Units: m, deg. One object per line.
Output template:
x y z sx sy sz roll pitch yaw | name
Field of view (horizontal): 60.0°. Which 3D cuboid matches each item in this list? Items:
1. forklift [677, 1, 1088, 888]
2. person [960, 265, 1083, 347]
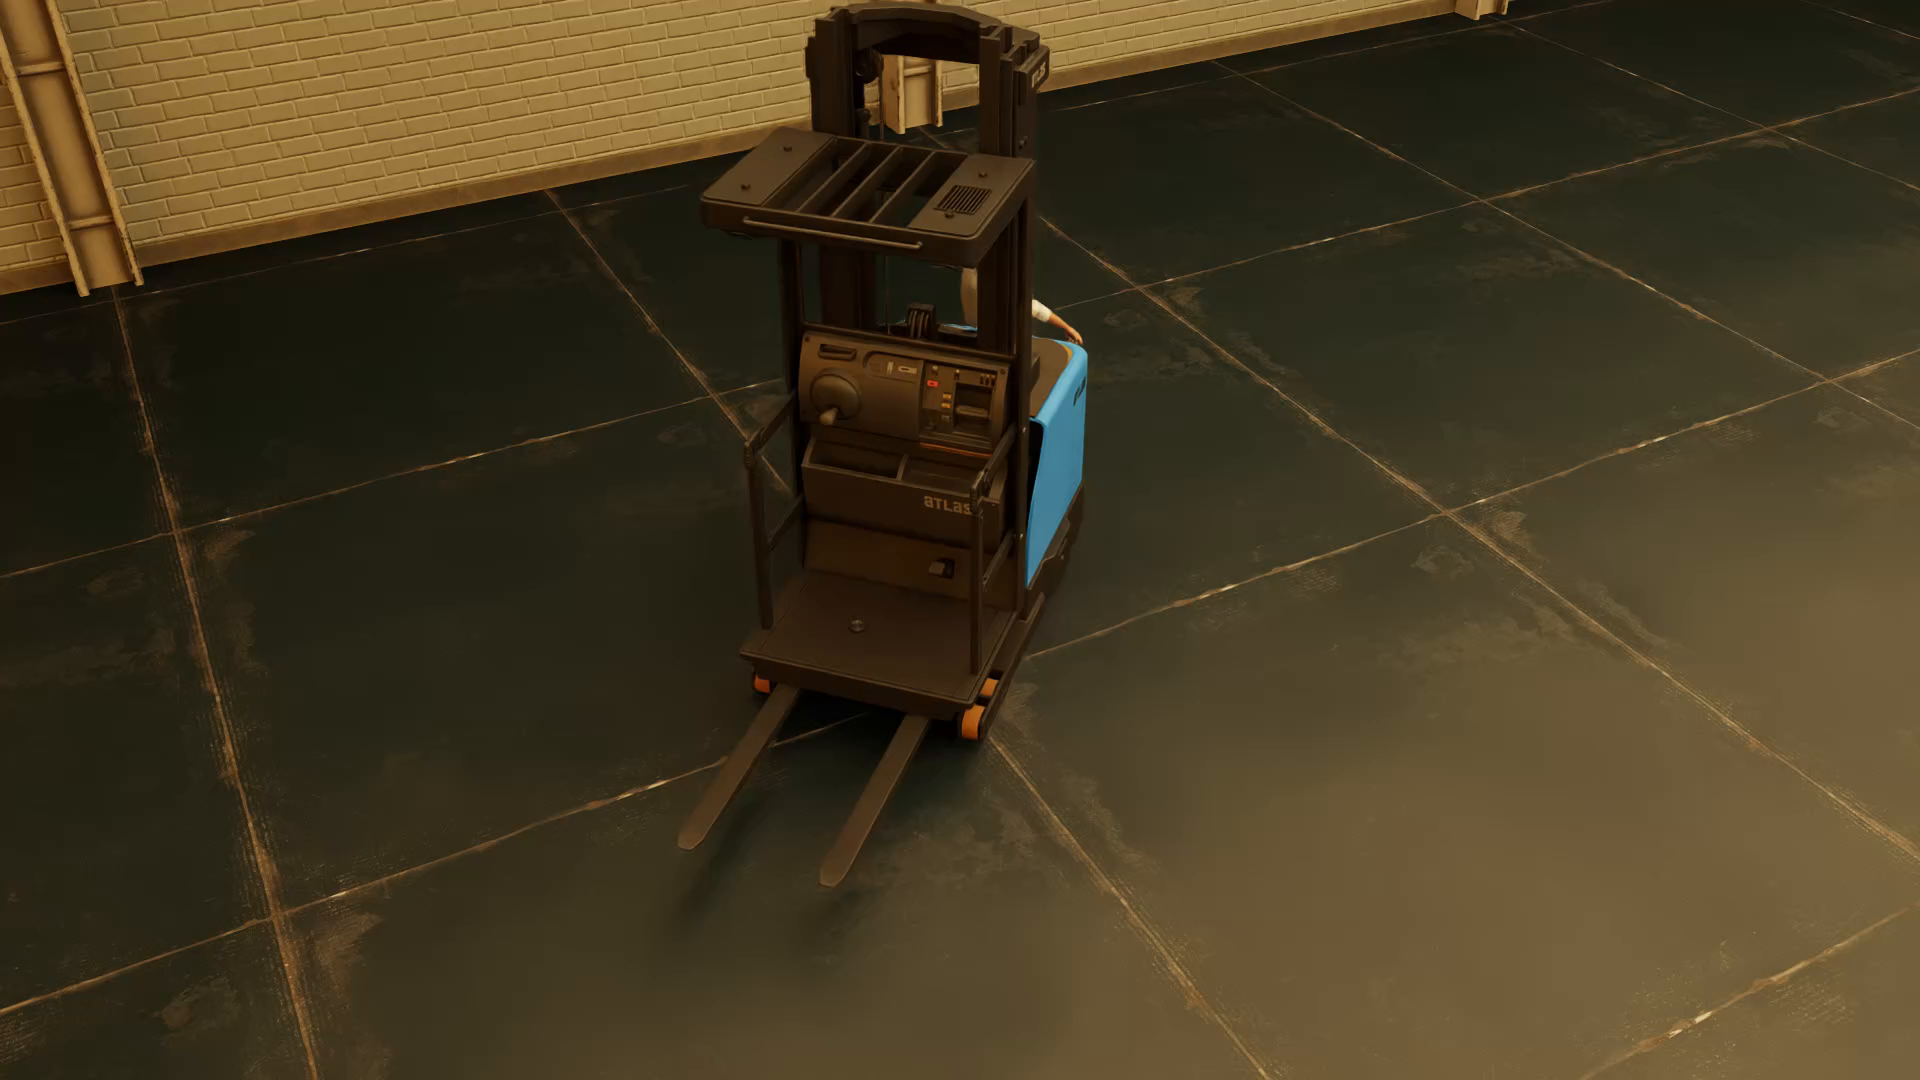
-0.314 -0.568 6.926 1.130 2.935 3.031 11 37 15 | forklift
0.395 -1.066 8.980 0.778 1.360 0.940 -22 41 -28 | person
